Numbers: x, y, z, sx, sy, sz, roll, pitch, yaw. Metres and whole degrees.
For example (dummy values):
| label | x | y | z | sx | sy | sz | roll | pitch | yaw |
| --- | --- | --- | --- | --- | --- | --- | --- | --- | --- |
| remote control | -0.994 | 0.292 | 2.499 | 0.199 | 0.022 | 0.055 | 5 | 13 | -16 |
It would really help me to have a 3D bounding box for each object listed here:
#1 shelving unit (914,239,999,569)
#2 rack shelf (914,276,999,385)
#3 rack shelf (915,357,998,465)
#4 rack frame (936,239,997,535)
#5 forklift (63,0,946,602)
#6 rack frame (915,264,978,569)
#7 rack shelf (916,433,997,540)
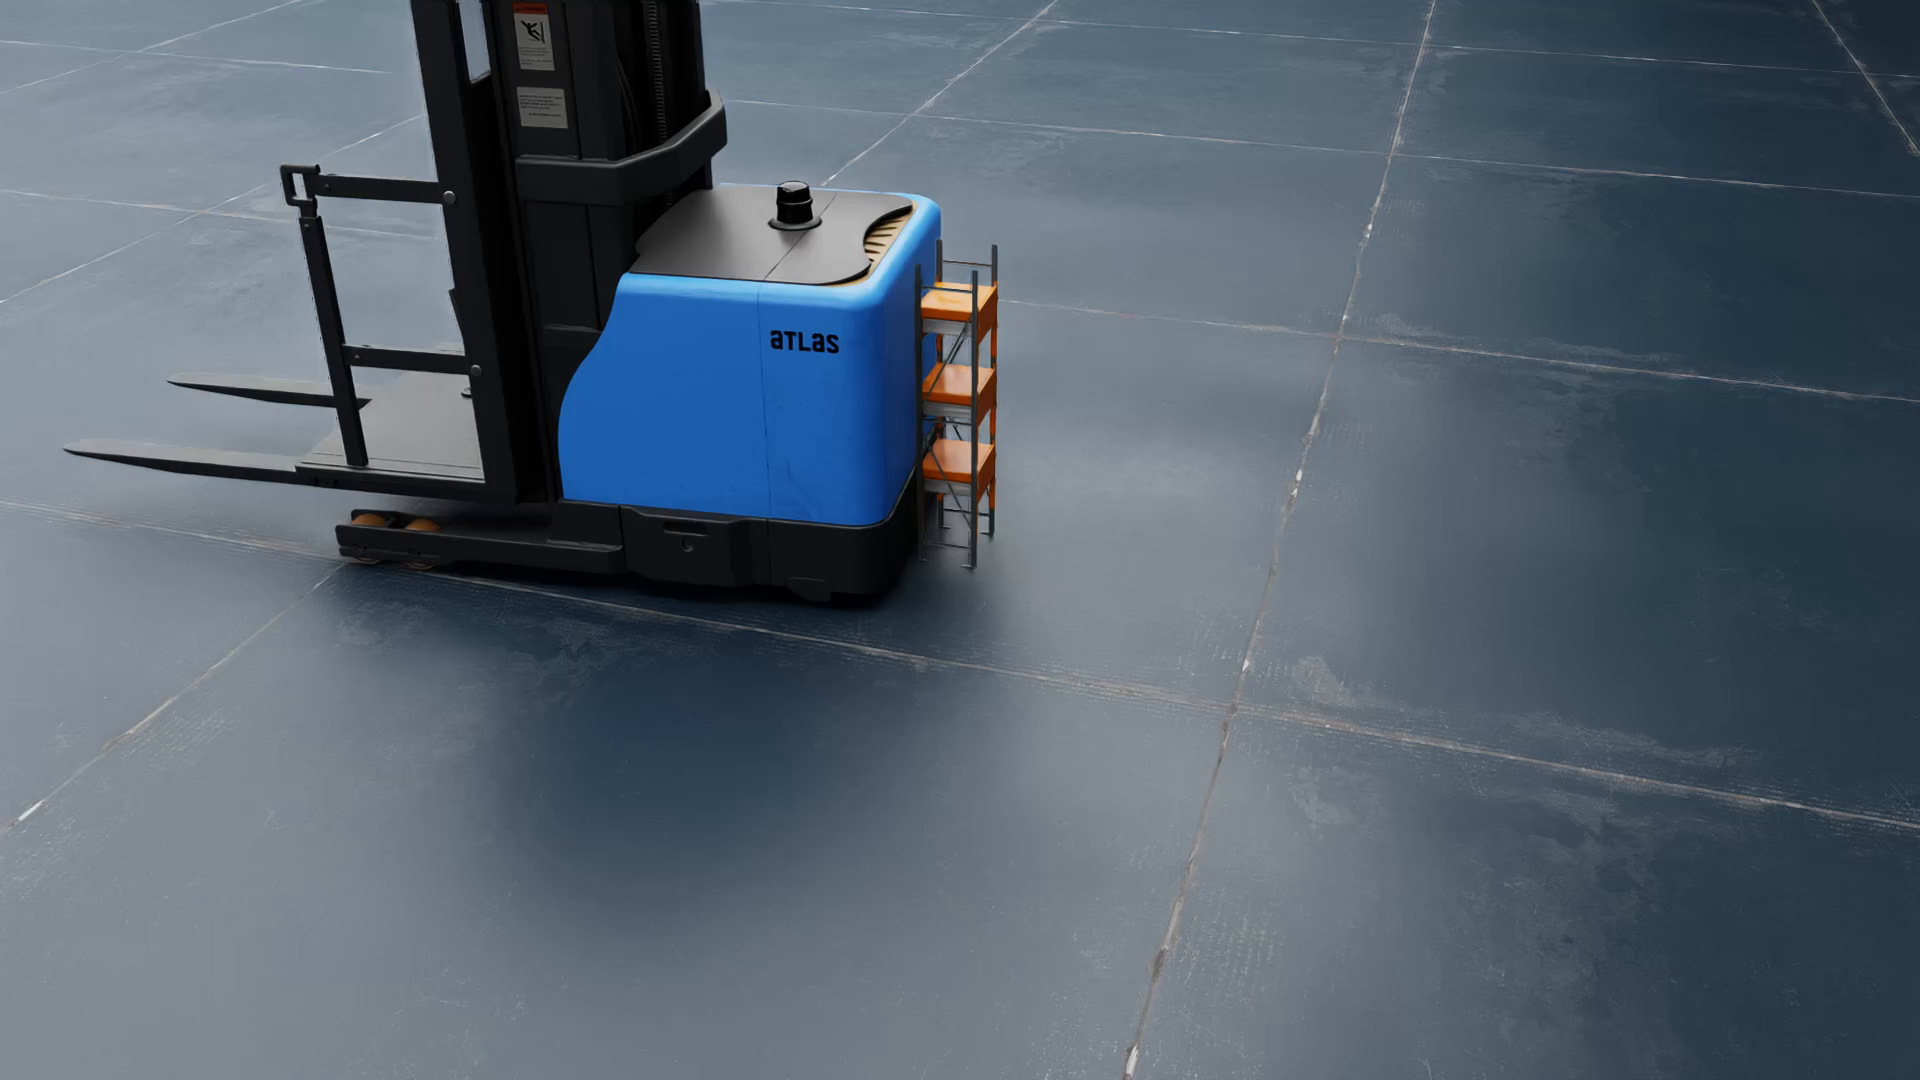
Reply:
| label | x | y | z | sx | sy | sz | roll | pitch | yaw |
| --- | --- | --- | --- | --- | --- | --- | --- | --- | --- |
| shelving unit | -0.010 | -0.434 | 5.450 | 0.215 | 1.050 | 0.252 | 8 | 30 | 13 |
| rack shelf | -0.010 | -0.673 | 5.317 | 0.215 | 0.259 | 0.240 | 8 | 30 | 13 |
| rack shelf | -0.010 | -0.425 | 5.455 | 0.215 | 0.259 | 0.240 | 8 | 30 | 13 |
| rack frame | 0.022 | -0.491 | 5.553 | 0.200 | 1.050 | 0.008 | 8 | 30 | 13 |
| forklift | -1.620 | -1.426 | 5.299 | 3.031 | 2.935 | 1.130 | 5 | 30 | 10 |
| rack frame | -0.042 | -0.377 | 5.347 | 0.200 | 1.050 | 0.008 | 8 | 30 | 13 |
| rack shelf | -0.010 | -0.182 | 5.590 | 0.215 | 0.259 | 0.240 | 8 | 30 | 13 |
